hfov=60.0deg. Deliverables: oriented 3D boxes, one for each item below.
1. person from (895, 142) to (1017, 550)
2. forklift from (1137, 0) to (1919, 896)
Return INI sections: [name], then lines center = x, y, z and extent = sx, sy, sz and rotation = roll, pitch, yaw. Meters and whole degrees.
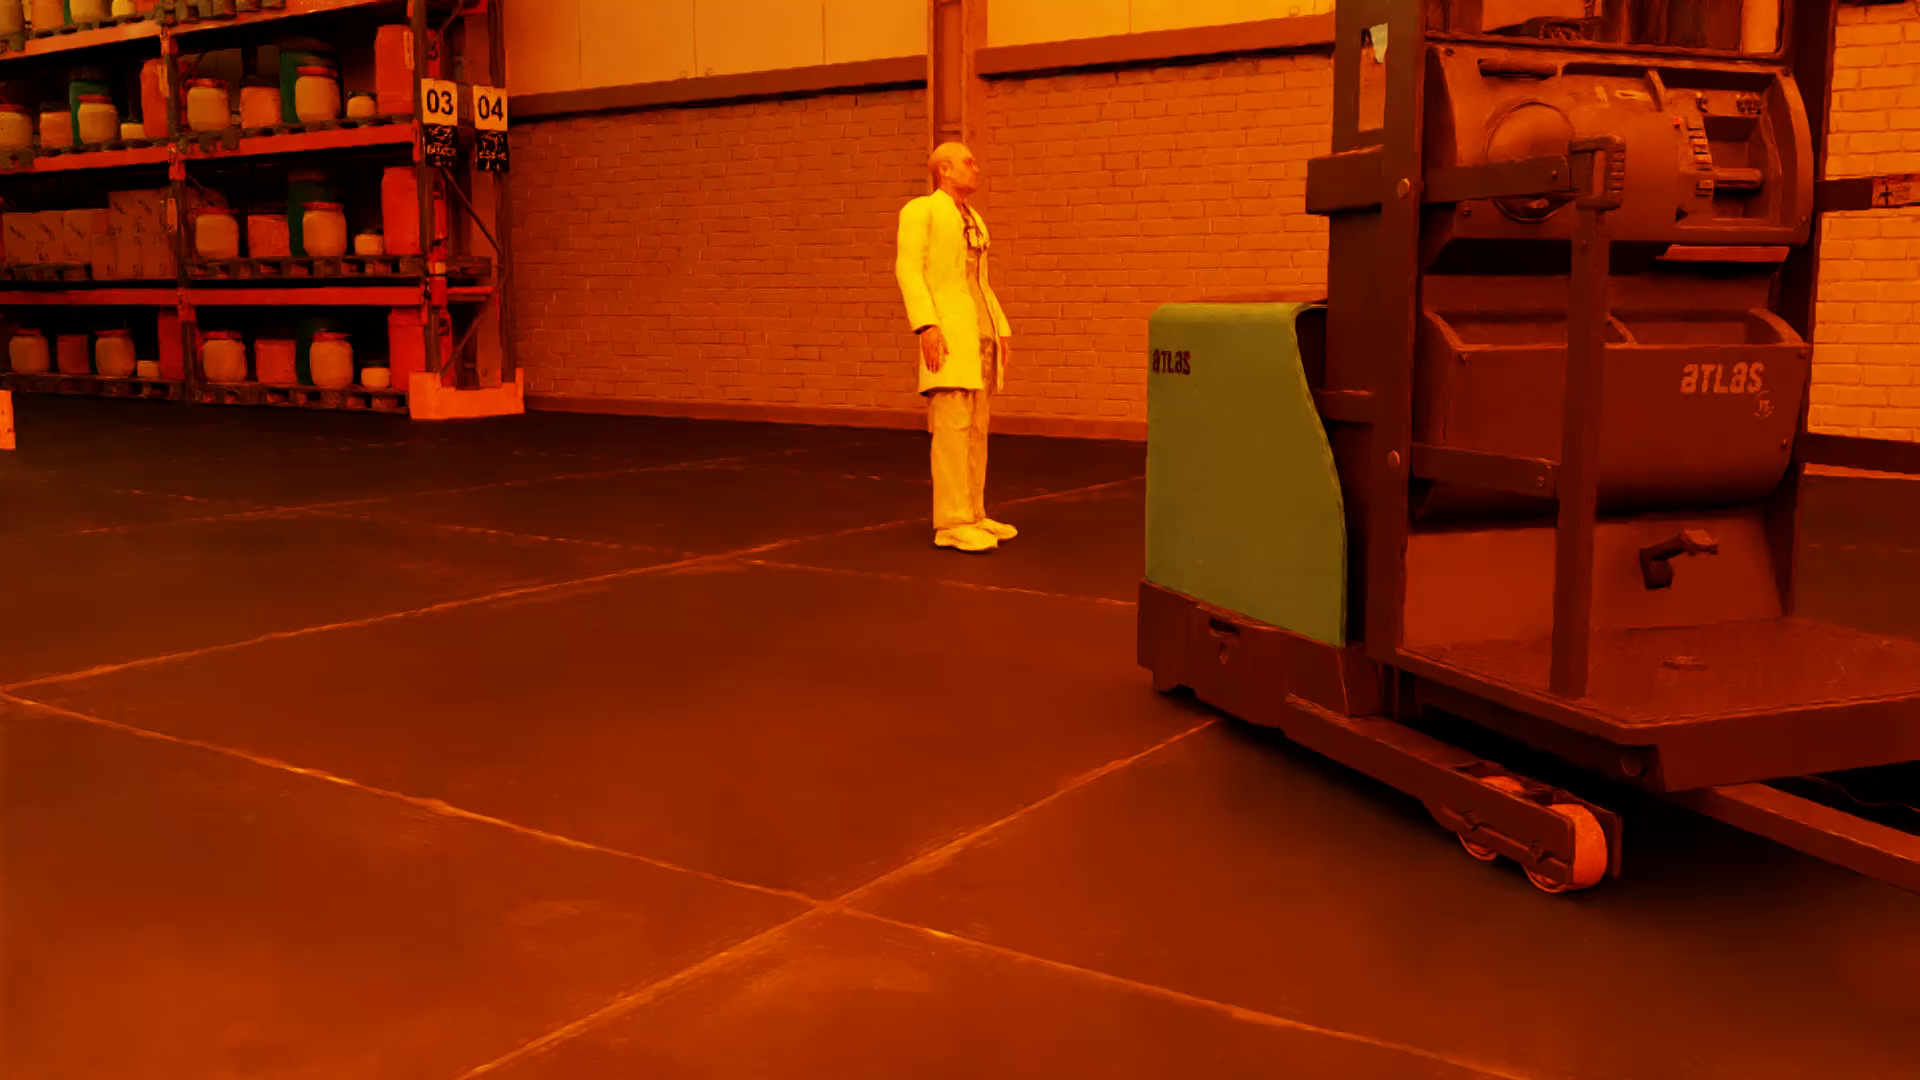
[person]
center = 0.073, -0.879, 7.423
extent = 0.579, 1.776, 0.694
rotation = 5, 10, 34
[forklift]
center = 1.481, -0.868, 3.298
extent = 1.130, 2.935, 3.031
rotation = -3, 9, -20
